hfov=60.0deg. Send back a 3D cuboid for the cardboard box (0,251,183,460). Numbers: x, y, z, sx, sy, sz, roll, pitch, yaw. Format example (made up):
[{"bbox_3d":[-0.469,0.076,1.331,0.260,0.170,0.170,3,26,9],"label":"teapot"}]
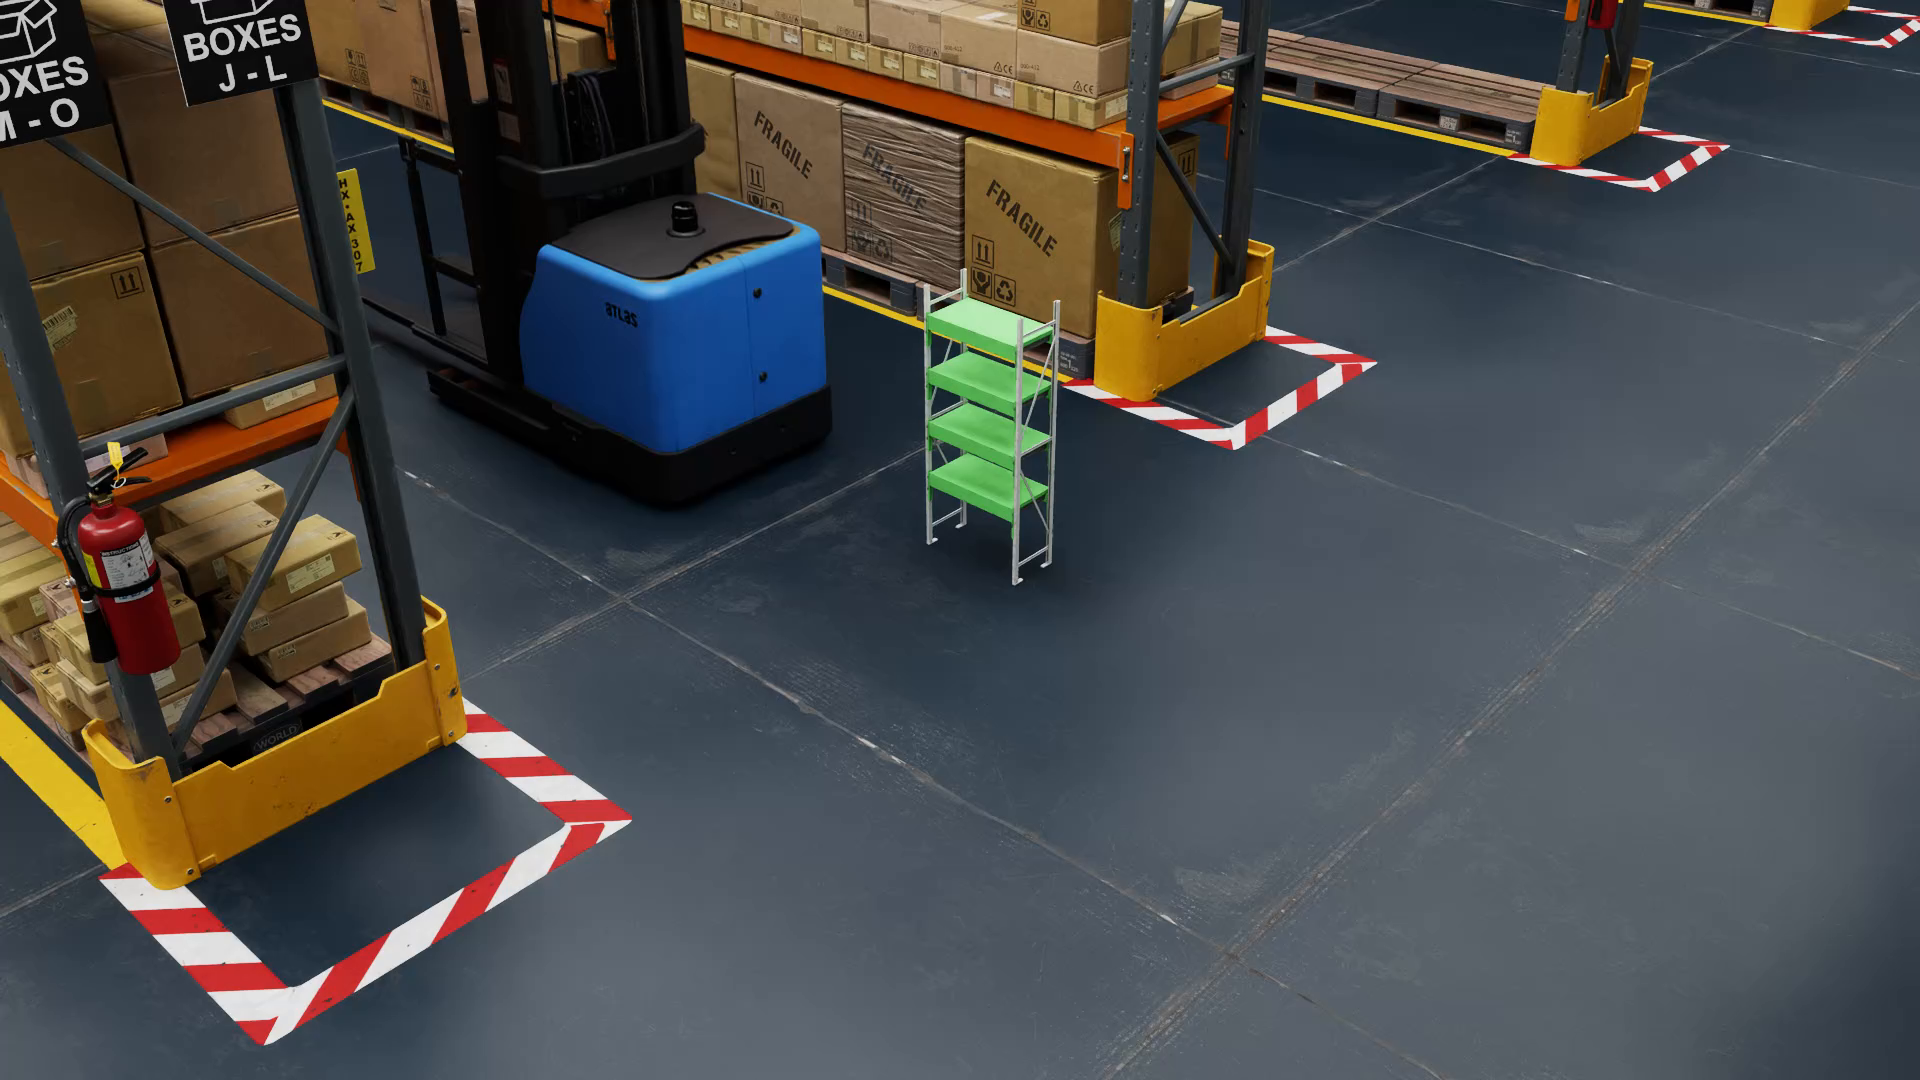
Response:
[{"bbox_3d":[-2.745,-0.624,4.992,0.500,0.500,0.500,26,40,36],"label":"cardboard box"}]

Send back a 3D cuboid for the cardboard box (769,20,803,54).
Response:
[{"bbox_3d":[-0.844,-2.857,9.330,0.250,0.149,0.380,26,39,36],"label":"cardboard box"}]

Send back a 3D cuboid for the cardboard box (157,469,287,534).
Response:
[{"bbox_3d":[-2.785,-0.106,6.299,0.250,0.149,0.380,25,39,35],"label":"cardboard box"}]

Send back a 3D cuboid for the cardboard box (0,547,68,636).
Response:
[{"bbox_3d":[-3.227,0.154,5.866,0.250,0.149,0.380,24,39,34],"label":"cardboard box"}]

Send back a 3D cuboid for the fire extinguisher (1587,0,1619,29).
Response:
[{"bbox_3d":[4.295,-3.733,10.979,0.183,0.674,0.296,25,39,35],"label":"fire extinguisher"}]

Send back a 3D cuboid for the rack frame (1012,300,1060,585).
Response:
[{"bbox_3d":[0.304,-0.372,6.705,0.015,1.200,0.240,25,39,35],"label":"rack frame"}]

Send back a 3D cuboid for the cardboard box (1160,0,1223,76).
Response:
[{"bbox_3d":[0.989,-2.590,8.502,0.500,0.250,0.500,24,38,34],"label":"cardboard box"}]

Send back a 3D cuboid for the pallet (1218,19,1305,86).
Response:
[{"bbox_3d":[2.093,-4.102,13.859,1.213,0.211,1.003,25,39,35],"label":"pallet"}]

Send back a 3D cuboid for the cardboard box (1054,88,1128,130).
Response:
[{"bbox_3d":[0.679,-2.148,8.153,0.250,0.149,0.380,26,40,36],"label":"cardboard box"}]

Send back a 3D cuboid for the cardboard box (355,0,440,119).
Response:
[{"bbox_3d":[-3.614,-3.738,12.204,0.875,0.875,1.225,25,39,35],"label":"cardboard box"}]

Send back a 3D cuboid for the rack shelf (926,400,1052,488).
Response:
[{"bbox_3d":[0.123,-0.402,6.878,0.480,0.148,0.258,25,39,35],"label":"rack shelf"}]

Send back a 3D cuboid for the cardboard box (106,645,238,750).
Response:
[{"bbox_3d":[-2.769,0.543,5.797,0.250,0.149,0.380,26,40,36],"label":"cardboard box"}]

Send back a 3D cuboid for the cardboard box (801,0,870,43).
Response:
[{"bbox_3d":[-0.515,-2.918,9.045,0.500,0.250,0.500,25,39,35],"label":"cardboard box"}]

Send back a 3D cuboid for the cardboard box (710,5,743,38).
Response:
[{"bbox_3d":[-1.219,-3.033,9.623,0.250,0.149,0.380,24,38,34],"label":"cardboard box"}]

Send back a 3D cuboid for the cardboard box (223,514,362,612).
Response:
[{"bbox_3d":[-2.400,0.079,5.990,0.250,0.149,0.380,23,38,33],"label":"cardboard box"}]

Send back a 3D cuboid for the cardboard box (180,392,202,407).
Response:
[{"bbox_3d":[-2.476,-0.598,5.579,0.250,0.149,0.380,27,40,37],"label":"cardboard box"}]

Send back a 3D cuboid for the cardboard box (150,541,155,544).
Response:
[{"bbox_3d":[-2.979,-0.059,6.508,0.250,0.149,0.380,26,40,36],"label":"cardboard box"}]

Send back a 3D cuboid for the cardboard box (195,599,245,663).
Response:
[{"bbox_3d":[-2.662,0.282,6.230,0.250,0.149,0.380,25,39,35],"label":"cardboard box"}]

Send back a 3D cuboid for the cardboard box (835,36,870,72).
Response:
[{"bbox_3d":[-0.454,-2.677,9.031,0.250,0.149,0.380,26,40,36],"label":"cardboard box"}]

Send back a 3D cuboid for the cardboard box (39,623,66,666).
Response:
[{"bbox_3d":[-2.980,0.333,5.857,0.250,0.149,0.380,24,38,34],"label":"cardboard box"}]

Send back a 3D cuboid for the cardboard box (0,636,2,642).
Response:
[{"bbox_3d":[-3.589,0.224,6.327,0.250,0.149,0.380,23,38,33],"label":"cardboard box"}]

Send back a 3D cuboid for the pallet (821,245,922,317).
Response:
[{"bbox_3d":[-0.381,-1.732,9.923,1.213,0.211,1.003,25,39,35],"label":"pallet"}]

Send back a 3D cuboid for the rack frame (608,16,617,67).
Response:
[{"bbox_3d":[-1.802,-3.642,10.392,0.127,3.000,1.000,25,39,35],"label":"rack frame"}]

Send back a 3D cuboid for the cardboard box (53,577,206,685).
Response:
[{"bbox_3d":[-2.802,0.304,5.617,0.250,0.149,0.380,26,39,36],"label":"cardboard box"}]

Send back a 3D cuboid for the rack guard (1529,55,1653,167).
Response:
[{"bbox_3d":[4.514,-3.078,11.877,0.348,0.500,1.175,25,39,35],"label":"rack guard"}]

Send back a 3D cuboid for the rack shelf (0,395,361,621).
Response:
[{"bbox_3d":[-3.722,-0.780,6.335,4.000,0.370,1.077,25,39,35],"label":"rack shelf"}]

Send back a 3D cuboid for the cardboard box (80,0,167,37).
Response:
[{"bbox_3d":[-2.772,-1.424,5.352,0.500,0.500,0.500,26,40,36],"label":"cardboard box"}]

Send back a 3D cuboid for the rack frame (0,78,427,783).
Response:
[{"bbox_3d":[-2.239,-0.396,5.000,0.127,3.000,1.000,25,39,35],"label":"rack frame"}]

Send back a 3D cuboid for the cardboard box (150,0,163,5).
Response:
[{"bbox_3d":[-6.951,-5.135,14.869,0.500,0.500,0.700,25,39,35],"label":"cardboard box"}]

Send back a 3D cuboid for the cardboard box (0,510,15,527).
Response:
[{"bbox_3d":[-3.613,-0.031,6.174,0.250,0.149,0.380,27,40,37],"label":"cardboard box"}]

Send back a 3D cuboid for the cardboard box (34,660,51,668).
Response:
[{"bbox_3d":[-3.166,0.368,6.087,0.250,0.149,0.380,25,39,35],"label":"cardboard box"}]

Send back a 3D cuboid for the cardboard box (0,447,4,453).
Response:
[{"bbox_3d":[-2.830,-0.394,5.239,0.250,0.149,0.380,25,39,35],"label":"cardboard box"}]

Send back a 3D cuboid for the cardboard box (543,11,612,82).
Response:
[{"bbox_3d":[-2.289,-3.126,11.187,0.875,0.875,1.225,25,39,35],"label":"cardboard box"}]

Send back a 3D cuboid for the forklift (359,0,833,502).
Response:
[{"bbox_3d":[-2.045,-2.065,7.838,3.031,2.935,1.130,25,39,35],"label":"forklift"}]

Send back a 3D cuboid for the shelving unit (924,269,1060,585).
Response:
[{"bbox_3d":[0.123,-0.457,6.845,0.503,1.200,0.258,25,39,35],"label":"shelving unit"}]

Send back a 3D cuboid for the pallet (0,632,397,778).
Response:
[{"bbox_3d":[-2.874,0.478,6.252,1.213,0.211,1.003,25,39,35],"label":"pallet"}]

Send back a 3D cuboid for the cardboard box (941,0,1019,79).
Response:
[{"bbox_3d":[0.251,-2.563,8.456,0.500,0.250,0.500,24,39,34],"label":"cardboard box"}]

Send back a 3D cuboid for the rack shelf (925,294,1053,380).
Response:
[{"bbox_3d":[0.123,-0.813,6.631,0.480,0.148,0.258,25,39,35],"label":"rack shelf"}]

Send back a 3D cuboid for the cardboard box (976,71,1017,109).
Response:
[{"bbox_3d":[0.299,-2.325,8.447,0.250,0.149,0.380,25,39,35],"label":"cardboard box"}]

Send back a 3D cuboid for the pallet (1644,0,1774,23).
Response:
[{"bbox_3d":[7.166,-5.152,15.603,1.213,0.211,1.003,25,39,35],"label":"pallet"}]

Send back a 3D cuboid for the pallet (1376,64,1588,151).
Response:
[{"bbox_3d":[3.902,-3.257,12.456,1.213,0.211,1.003,25,39,35],"label":"pallet"}]

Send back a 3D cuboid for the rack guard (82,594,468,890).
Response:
[{"bbox_3d":[-2.295,0.648,5.688,0.348,0.500,1.175,25,39,35],"label":"rack guard"}]

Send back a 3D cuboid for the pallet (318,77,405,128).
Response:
[{"bbox_3d":[-4.233,-3.530,12.909,1.213,0.211,1.003,25,39,35],"label":"pallet"}]

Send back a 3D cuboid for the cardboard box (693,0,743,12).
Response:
[{"bbox_3d":[-1.264,-3.269,9.628,0.500,0.250,0.500,25,39,35],"label":"cardboard box"}]

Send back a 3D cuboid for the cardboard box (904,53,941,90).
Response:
[{"bbox_3d":[-0.079,-2.500,8.739,0.250,0.149,0.380,24,39,34],"label":"cardboard box"}]

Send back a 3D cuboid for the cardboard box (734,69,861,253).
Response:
[{"bbox_3d":[-0.699,-2.341,9.884,0.875,0.875,0.875,25,39,35],"label":"cardboard box"}]

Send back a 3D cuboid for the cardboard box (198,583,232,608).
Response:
[{"bbox_3d":[-2.620,0.122,6.207,0.250,0.149,0.380,25,39,35],"label":"cardboard box"}]

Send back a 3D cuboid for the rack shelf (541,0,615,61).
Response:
[{"bbox_3d":[-3.284,-4.026,11.727,4.000,0.370,1.077,25,39,35],"label":"rack shelf"}]

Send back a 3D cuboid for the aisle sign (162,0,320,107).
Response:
[{"bbox_3d":[-1.984,-1.599,4.478,0.004,0.787,0.394,25,39,35],"label":"aisle sign"}]

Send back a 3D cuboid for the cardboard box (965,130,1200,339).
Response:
[{"bbox_3d":[0.636,-1.718,8.849,0.875,0.875,0.875,25,39,35],"label":"cardboard box"}]
